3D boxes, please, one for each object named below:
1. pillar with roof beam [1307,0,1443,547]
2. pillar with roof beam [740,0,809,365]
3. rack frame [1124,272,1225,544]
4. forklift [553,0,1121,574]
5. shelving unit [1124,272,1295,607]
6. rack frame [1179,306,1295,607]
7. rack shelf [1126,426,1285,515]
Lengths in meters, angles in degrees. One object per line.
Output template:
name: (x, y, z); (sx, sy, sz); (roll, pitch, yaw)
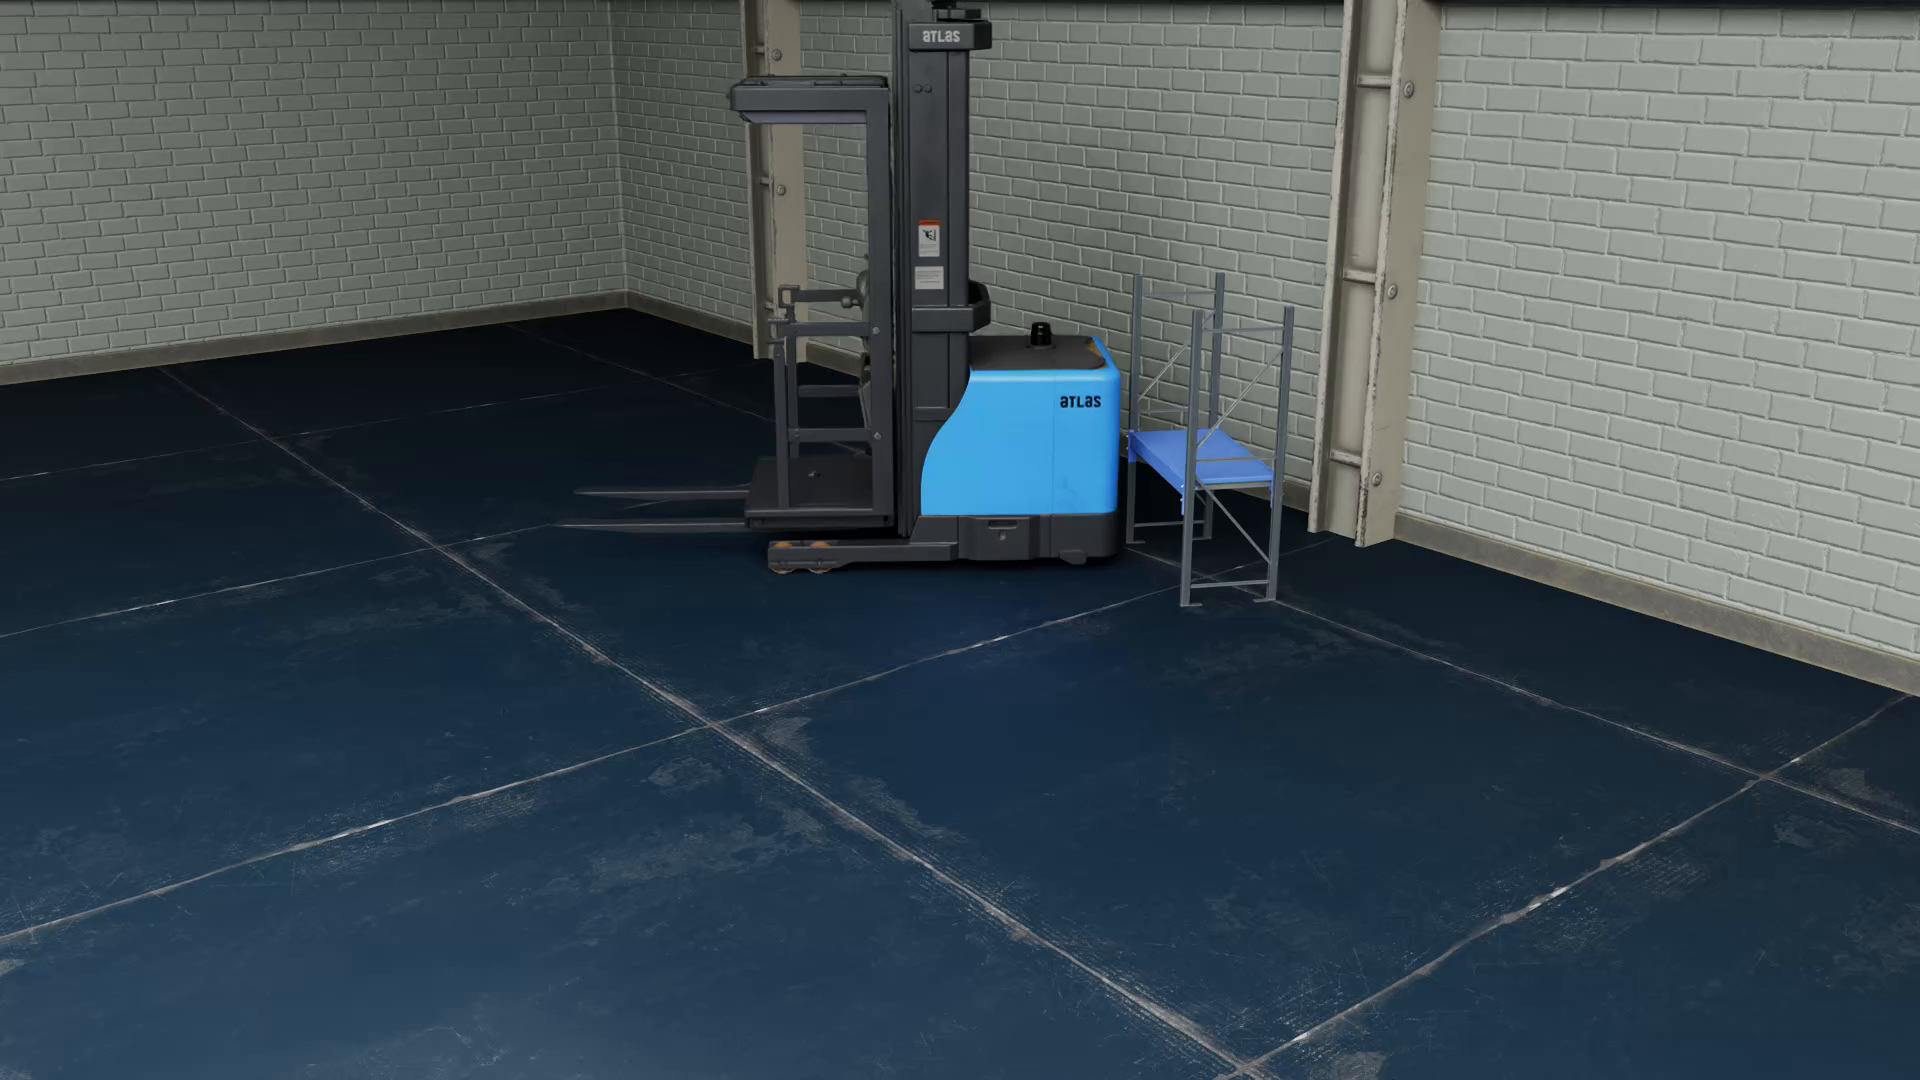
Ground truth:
pillar with roof beam: (-1.144, -3.468, 5.520); (9.100, 9.000, 0.400); (-14, 23, -36)
pillar with roof beam: (-4.870, -4.946, 9.984); (9.100, 9.000, 0.400); (-14, 23, -36)
rack frame: (1.170, -0.707, 9.111); (0.500, 1.500, 0.032); (-3, 19, -10)
forklift: (-0.678, -1.380, 8.866); (3.031, 2.935, 1.130); (-1, 18, -2)
shelving unit: (1.261, -0.550, 8.636); (0.538, 1.500, 1.048); (-3, 19, -10)
rack frame: (1.353, -0.392, 8.162); (0.500, 1.500, 0.032); (-3, 19, -10)
rack shelf: (1.261, -0.379, 8.693); (0.538, 0.185, 1.000); (-3, 19, -10)
